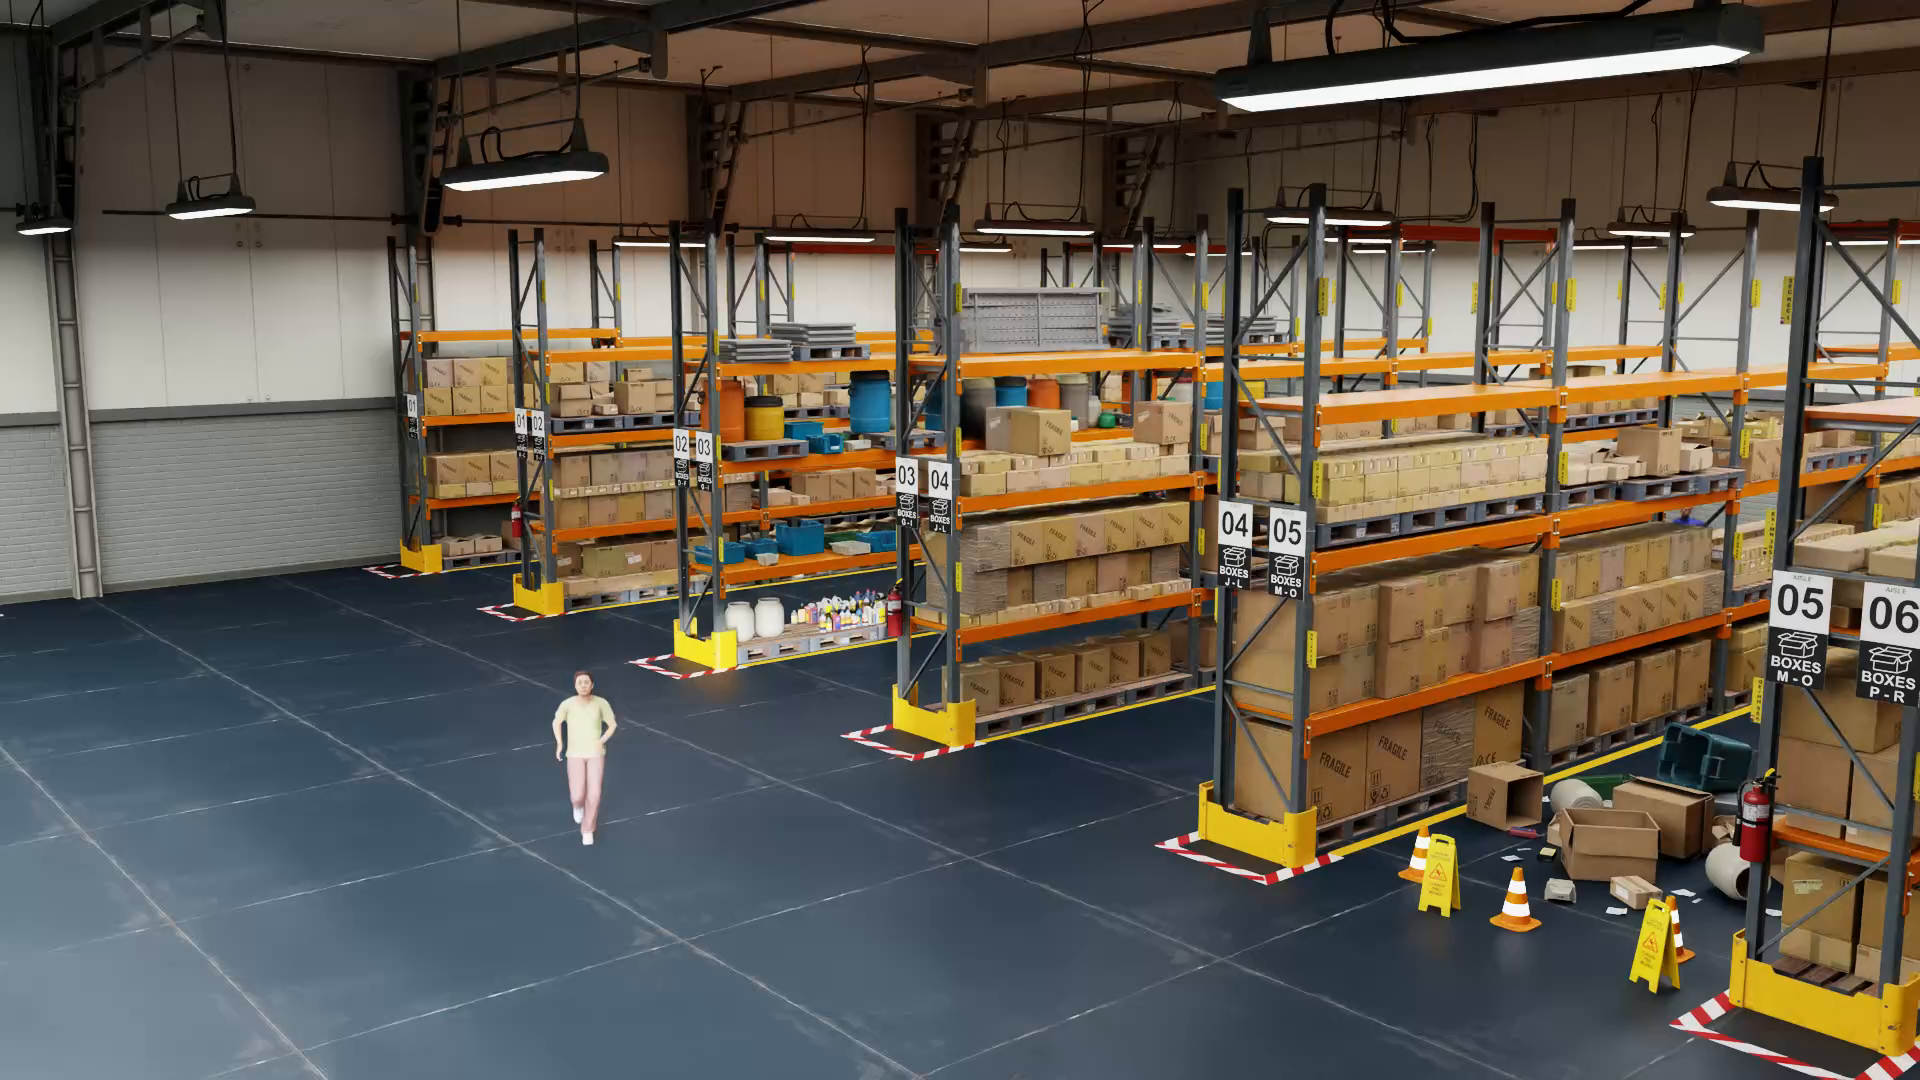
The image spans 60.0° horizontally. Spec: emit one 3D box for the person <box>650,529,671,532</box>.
[{"bbox_3d":[-5.317,-0.230,29.744,0.668,1.689,0.803,8,12,42],"label":"person"}]

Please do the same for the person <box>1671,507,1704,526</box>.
[{"bbox_3d":[11.693,0.265,26.823,0.607,1.709,0.639,8,12,41],"label":"person"}]

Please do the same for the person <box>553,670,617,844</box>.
[{"bbox_3d":[-3.488,2.009,15.495,0.587,1.626,0.551,-2,9,-12],"label":"person"}]
